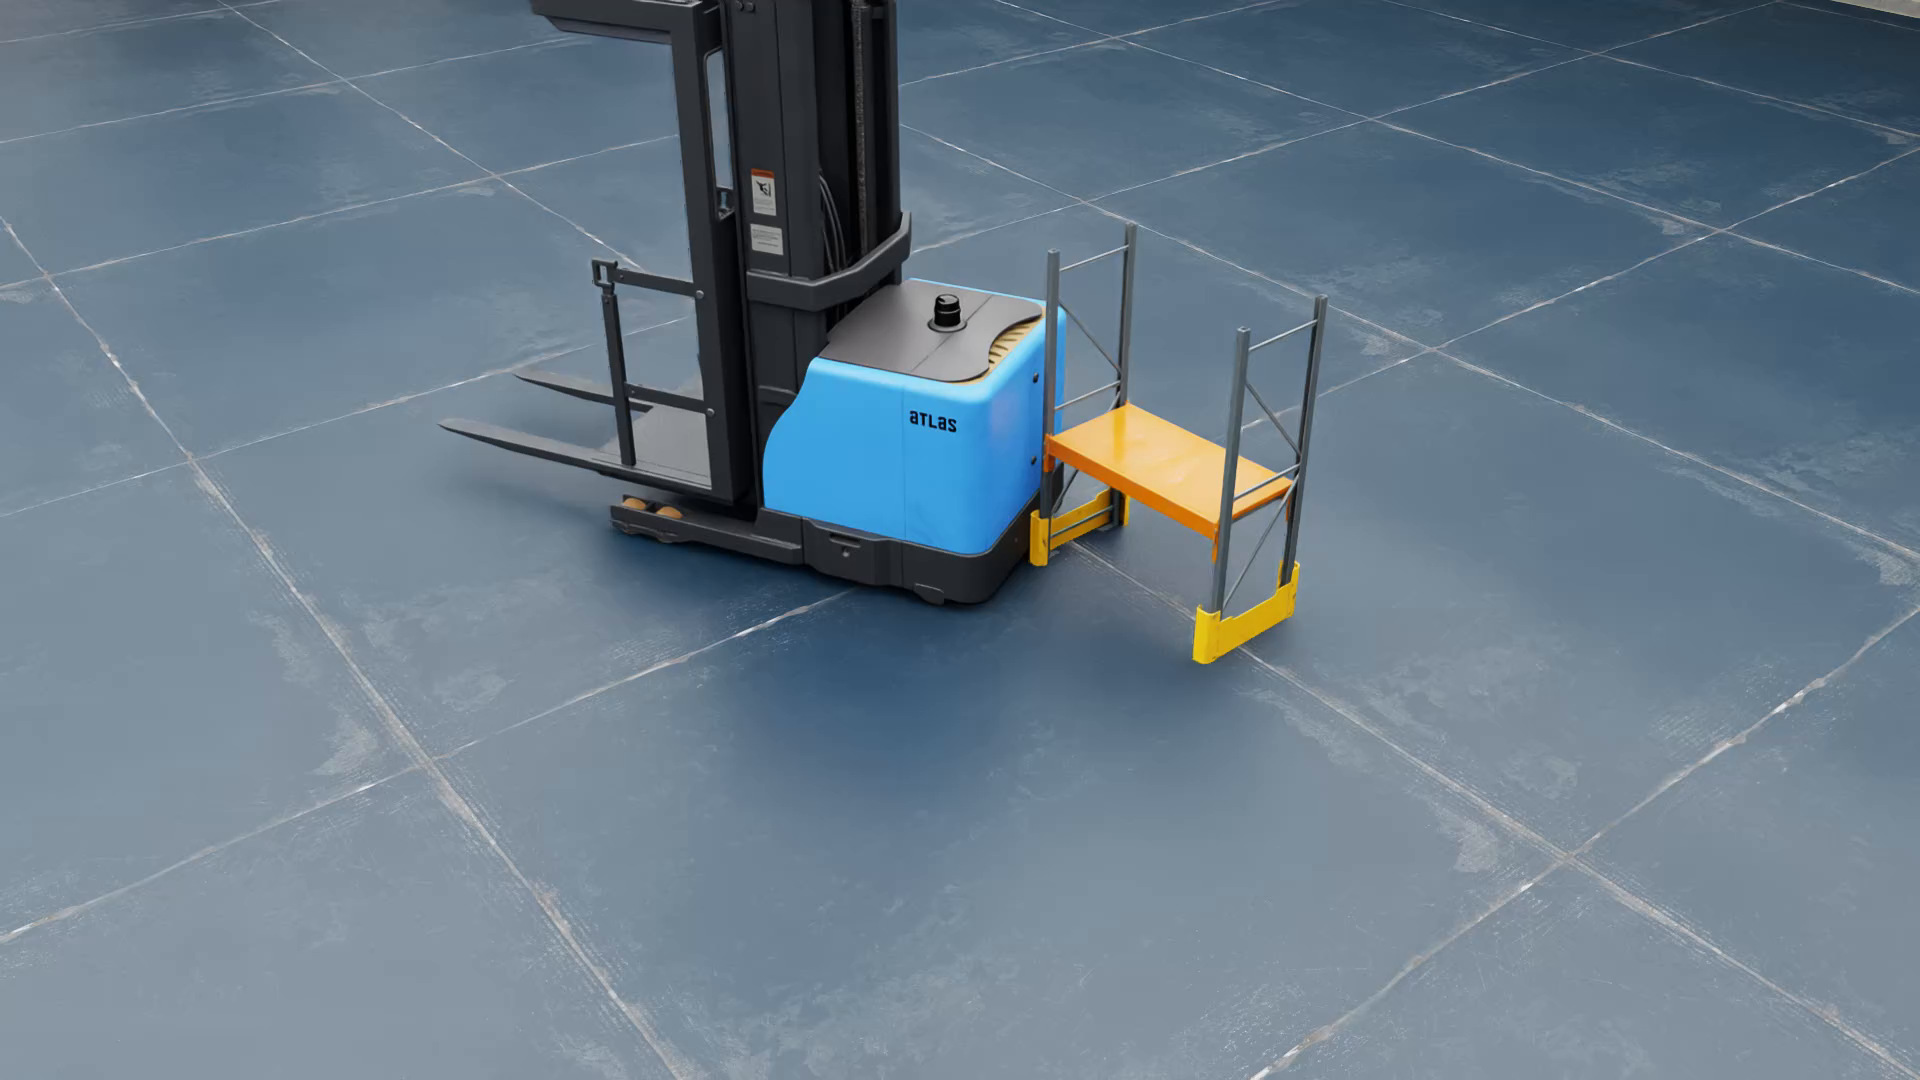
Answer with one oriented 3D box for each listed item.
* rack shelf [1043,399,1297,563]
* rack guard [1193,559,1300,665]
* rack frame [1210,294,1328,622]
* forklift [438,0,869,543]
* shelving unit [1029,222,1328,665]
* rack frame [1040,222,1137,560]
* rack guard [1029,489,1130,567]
[{"bbox_3d":[0.891,-0.274,7.110,0.538,0.185,1.000,-25,40,-34],"label":"rack shelf"},{"bbox_3d":[1.213,0.298,7.032,0.587,0.250,0.087,-25,40,-34],"label":"rack guard"},{"bbox_3d":[1.226,-0.225,6.690,0.500,1.500,0.032,-25,40,-34],"label":"rack frame"},{"bbox_3d":[-1.073,-1.471,7.341,3.031,2.935,1.121,13,34,20],"label":"forklift"},{"bbox_3d":[0.885,-0.430,7.021,0.587,1.500,1.083,-25,40,-34],"label":"shelving unit"},{"bbox_3d":[0.556,-0.628,7.340,0.500,1.500,0.032,-25,40,-34],"label":"rack frame"},{"bbox_3d":[0.557,-0.097,7.669,0.587,0.250,0.087,-25,40,-34],"label":"rack guard"}]
